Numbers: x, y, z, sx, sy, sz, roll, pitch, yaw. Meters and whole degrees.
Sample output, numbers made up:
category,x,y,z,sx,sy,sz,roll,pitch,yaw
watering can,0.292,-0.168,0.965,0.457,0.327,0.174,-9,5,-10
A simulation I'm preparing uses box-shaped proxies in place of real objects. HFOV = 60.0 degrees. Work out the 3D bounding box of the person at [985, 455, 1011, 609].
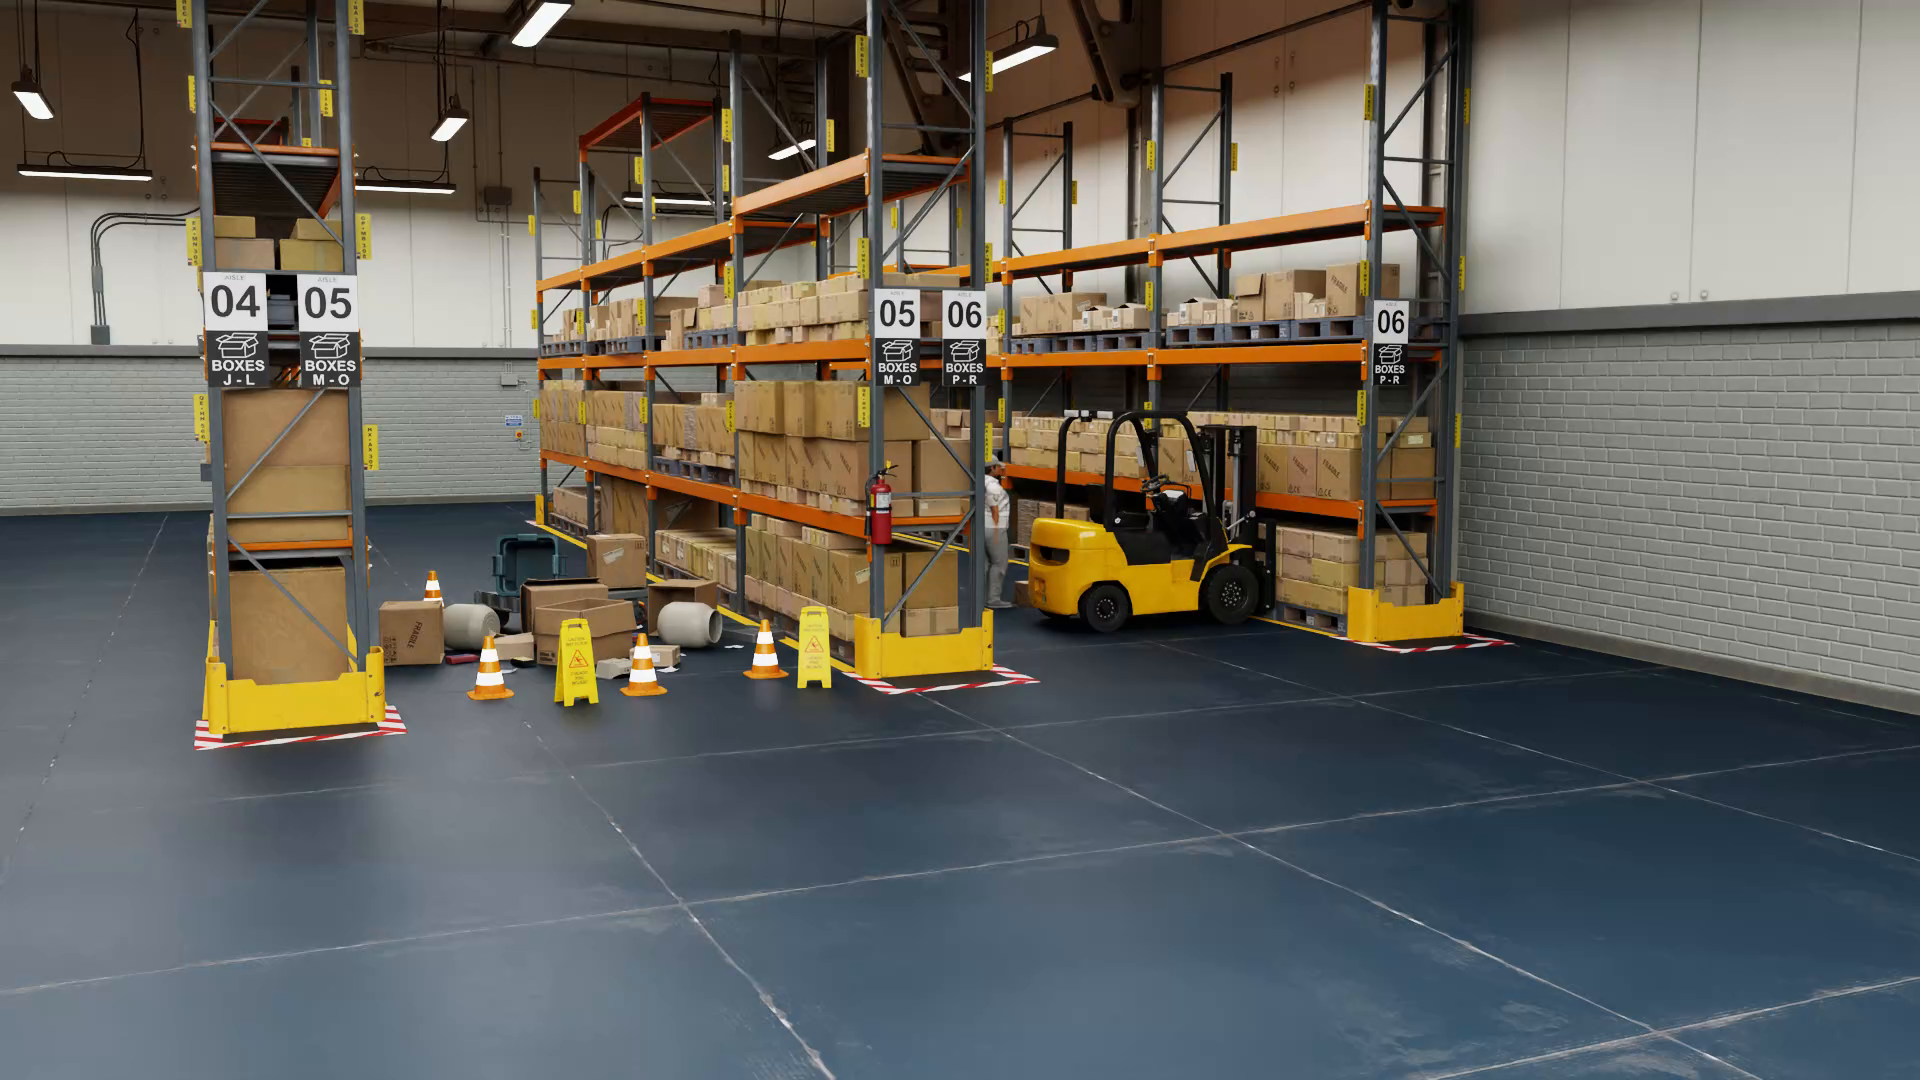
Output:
category,x,y,z,sx,sy,sz,roll,pitch,yaw
person,0.338,-0.094,18.017,0.392,1.661,0.466,-2,6,-22
